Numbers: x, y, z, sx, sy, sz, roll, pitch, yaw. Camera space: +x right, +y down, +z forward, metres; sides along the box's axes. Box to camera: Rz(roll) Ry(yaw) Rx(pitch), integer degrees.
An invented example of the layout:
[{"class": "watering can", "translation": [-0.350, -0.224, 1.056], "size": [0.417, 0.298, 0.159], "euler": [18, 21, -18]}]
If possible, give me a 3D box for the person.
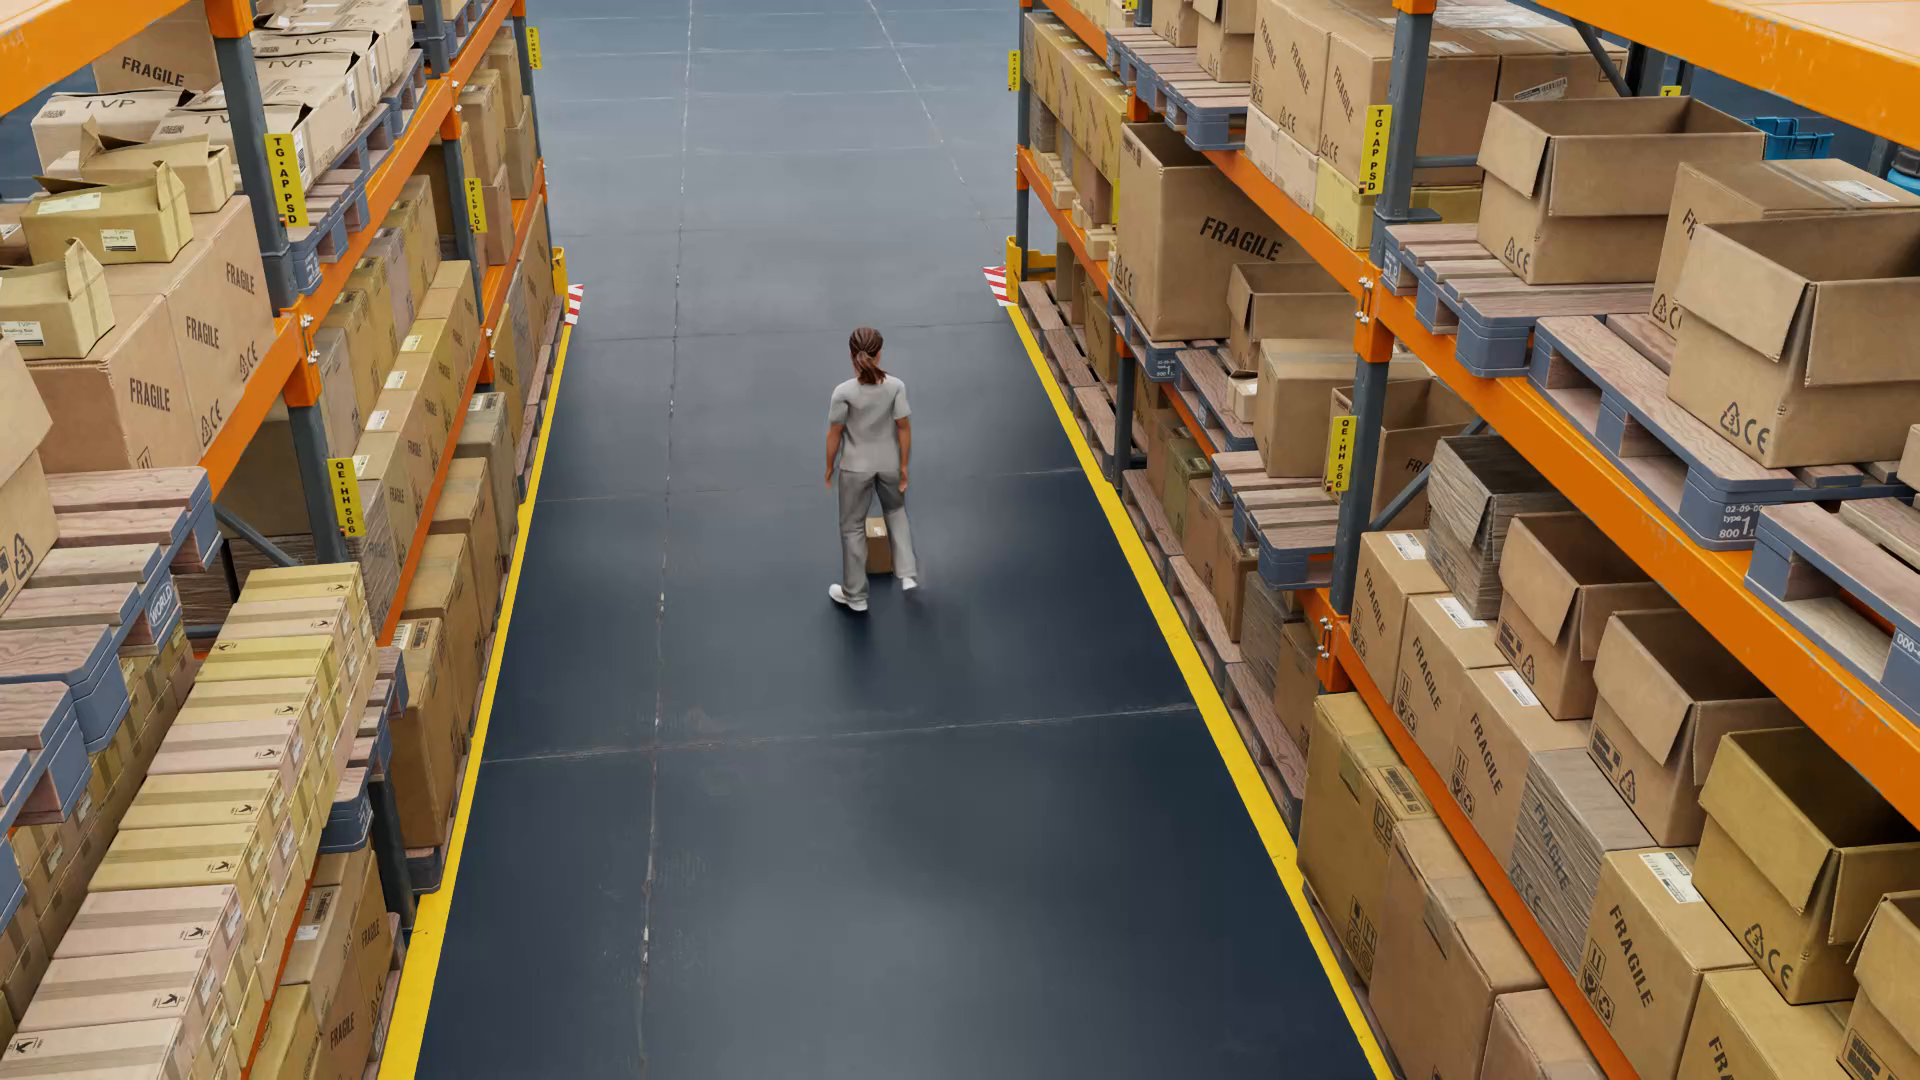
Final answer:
[{"class": "person", "translation": [-0.490, -0.388, 9.326], "size": [0.495, 1.668, 0.428], "euler": [-10, 29, -19]}]
